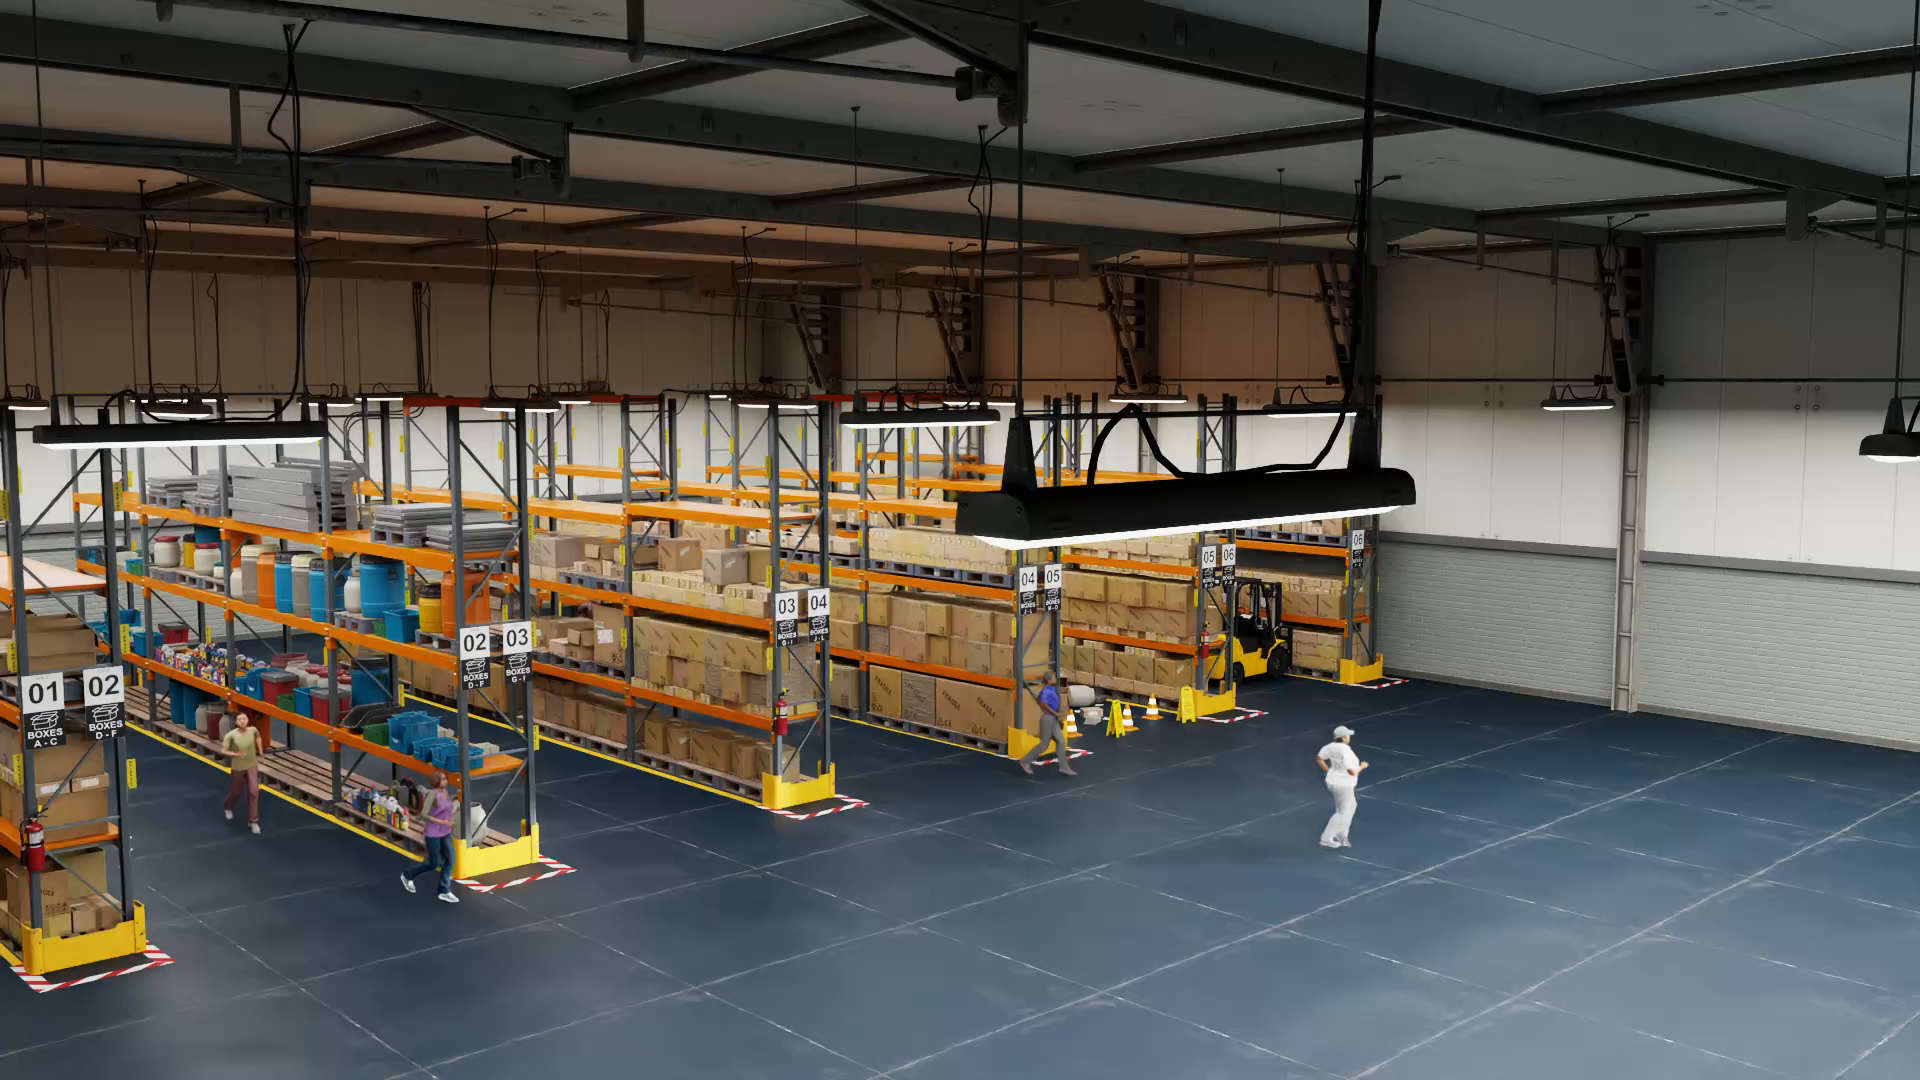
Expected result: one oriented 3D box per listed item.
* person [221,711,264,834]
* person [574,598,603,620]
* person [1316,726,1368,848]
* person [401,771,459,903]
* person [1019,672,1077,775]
[{"bbox_3d":[-10.124,3.231,23.470,0.584,1.684,0.969,-4,7,-38],"label":"person"},{"bbox_3d":[-7.926,2.000,35.903,0.931,1.814,0.617,5,7,40],"label":"person"},{"bbox_3d":[5.151,3.351,22.398,0.680,1.714,0.582,-1,6,-14],"label":"person"},{"bbox_3d":[-6.419,3.597,20.279,0.747,1.588,0.550,1,6,15],"label":"person"},{"bbox_3d":[1.385,2.927,26.685,0.812,1.603,0.662,1,6,10],"label":"person"}]
